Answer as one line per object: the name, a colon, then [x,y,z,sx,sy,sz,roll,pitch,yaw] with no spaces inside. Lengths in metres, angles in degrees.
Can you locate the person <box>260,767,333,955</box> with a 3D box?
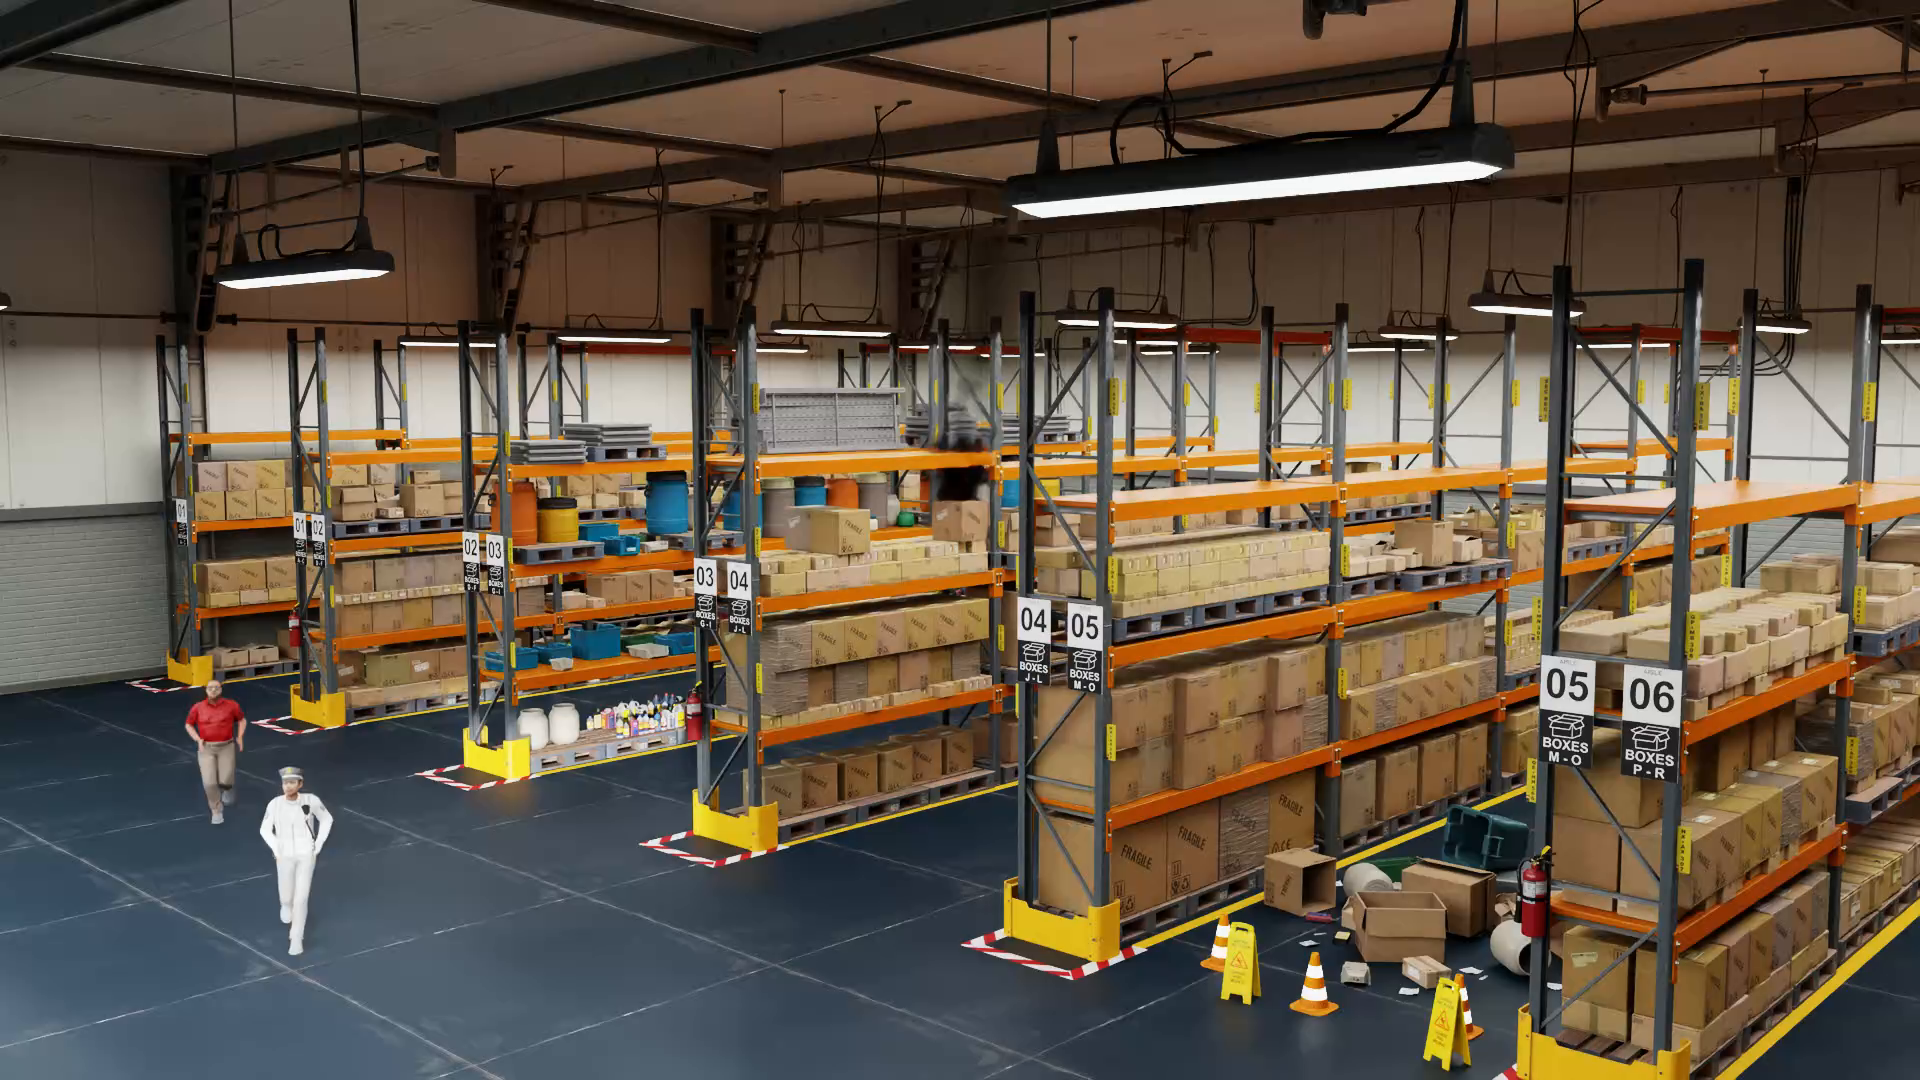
person: [-6.128,2.904,15.389,0.624,1.690,0.769,-1,6,-15]

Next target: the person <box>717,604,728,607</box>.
person: [-4.734,1.192,33.627,0.545,1.708,0.787,5,8,44]

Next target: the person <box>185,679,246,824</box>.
person: [-8.820,2.488,19.727,0.665,1.688,0.579,-2,6,-22]
